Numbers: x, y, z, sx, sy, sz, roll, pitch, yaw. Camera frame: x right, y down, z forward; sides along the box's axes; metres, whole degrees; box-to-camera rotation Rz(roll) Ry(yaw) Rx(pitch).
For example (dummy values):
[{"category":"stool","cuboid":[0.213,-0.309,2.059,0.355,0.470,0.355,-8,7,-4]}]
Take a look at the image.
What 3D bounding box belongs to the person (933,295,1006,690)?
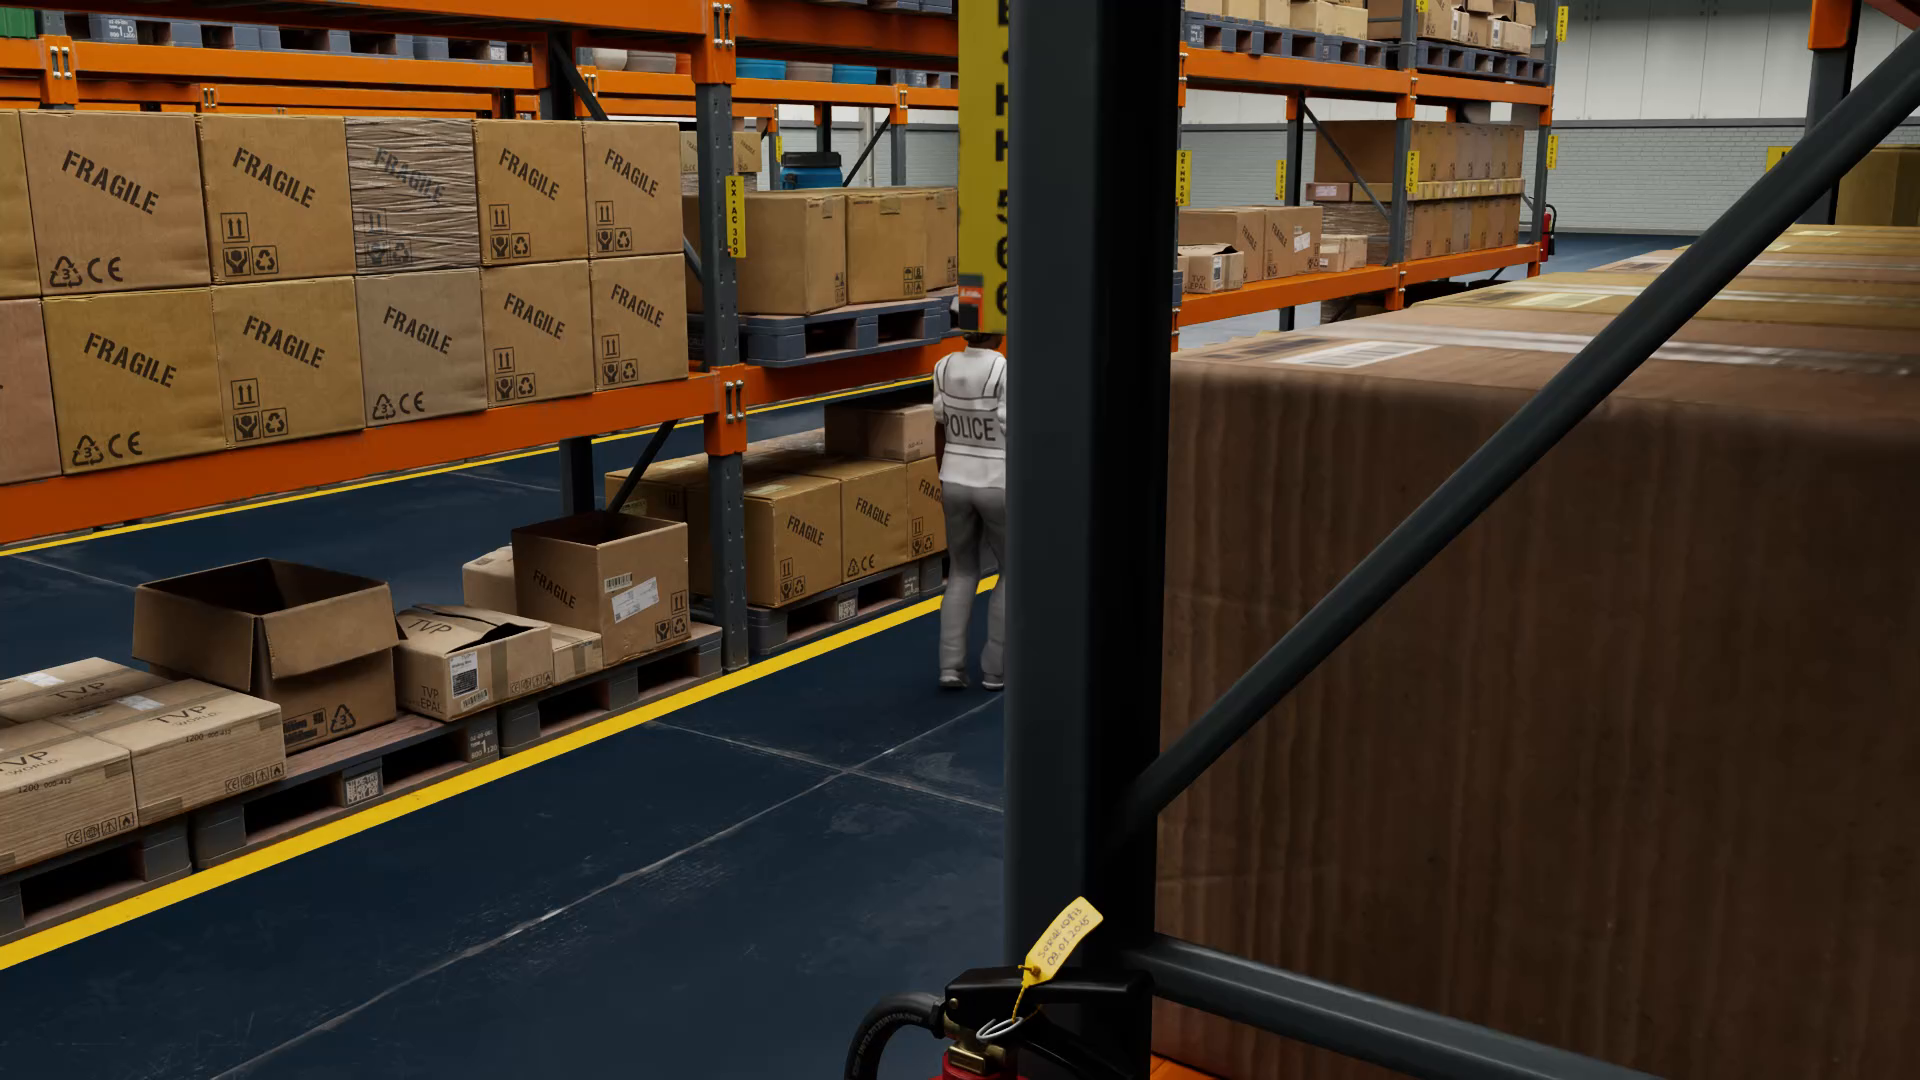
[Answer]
[{"category":"person","cuboid":[0.103,-0.173,6.858,0.456,1.736,0.406,9,16,33]}]
